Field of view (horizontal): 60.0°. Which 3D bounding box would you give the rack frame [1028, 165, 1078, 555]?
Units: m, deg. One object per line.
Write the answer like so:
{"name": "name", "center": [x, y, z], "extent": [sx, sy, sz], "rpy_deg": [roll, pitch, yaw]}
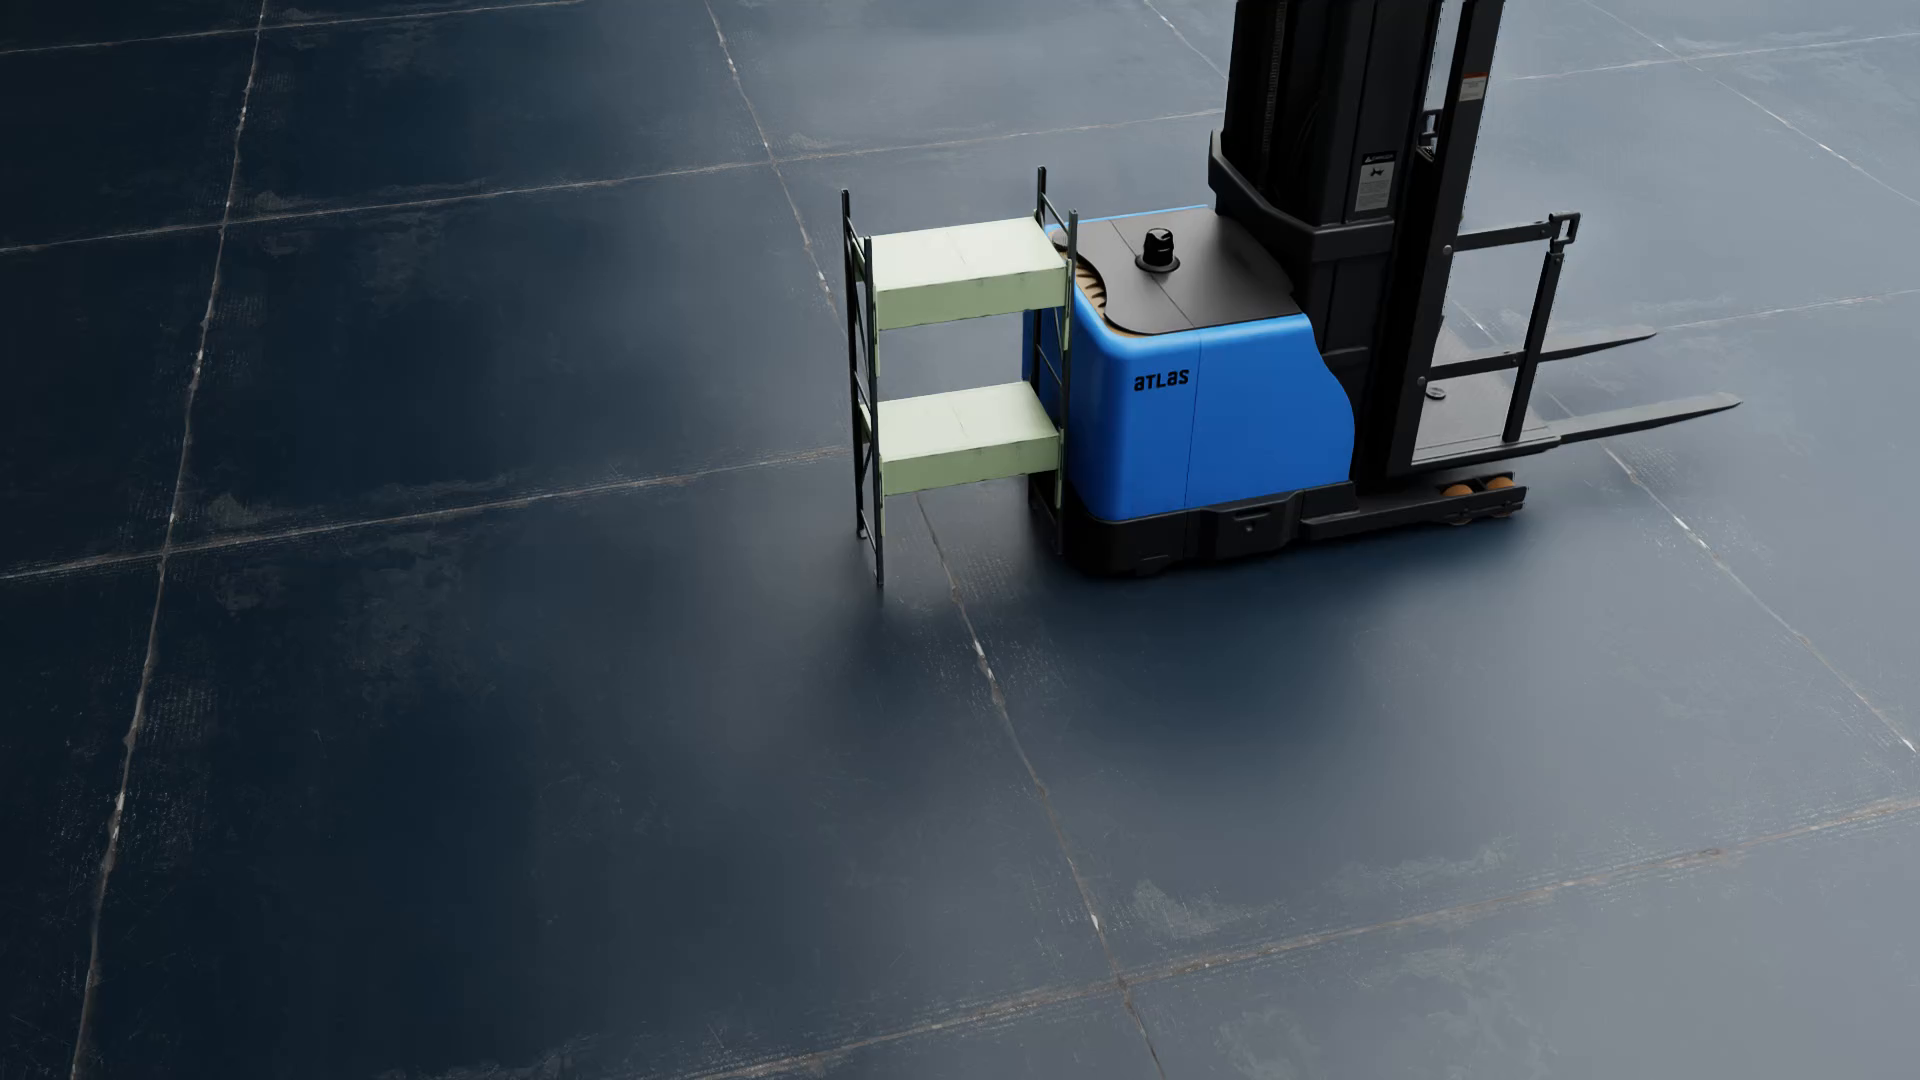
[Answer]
{"name": "rack frame", "center": [0.347, -0.653, 6.369], "extent": [0.023, 1.500, 0.400], "rpy_deg": [-9, 38, -12]}

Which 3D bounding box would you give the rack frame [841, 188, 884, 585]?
{"name": "rack frame", "center": [-0.360, -0.537, 6.217], "extent": [0.023, 1.500, 0.400], "rpy_deg": [-9, 38, -12]}

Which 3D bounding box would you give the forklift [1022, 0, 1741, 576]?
{"name": "forklift", "center": [1.821, -1.523, 6.329], "extent": [3.031, 2.935, 1.130], "rpy_deg": [-10, 39, -13]}

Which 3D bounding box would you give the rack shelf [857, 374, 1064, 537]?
{"name": "rack shelf", "center": [-0.006, -0.336, 6.491], "extent": [0.720, 0.370, 0.431], "rpy_deg": [-9, 38, -12]}

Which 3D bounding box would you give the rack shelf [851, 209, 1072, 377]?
{"name": "rack shelf", "center": [-0.006, -0.905, 6.056], "extent": [0.720, 0.370, 0.431], "rpy_deg": [-9, 38, -12]}

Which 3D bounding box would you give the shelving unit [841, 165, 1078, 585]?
{"name": "shelving unit", "center": [-0.006, -0.595, 6.293], "extent": [0.755, 1.500, 0.431], "rpy_deg": [-9, 38, -12]}
